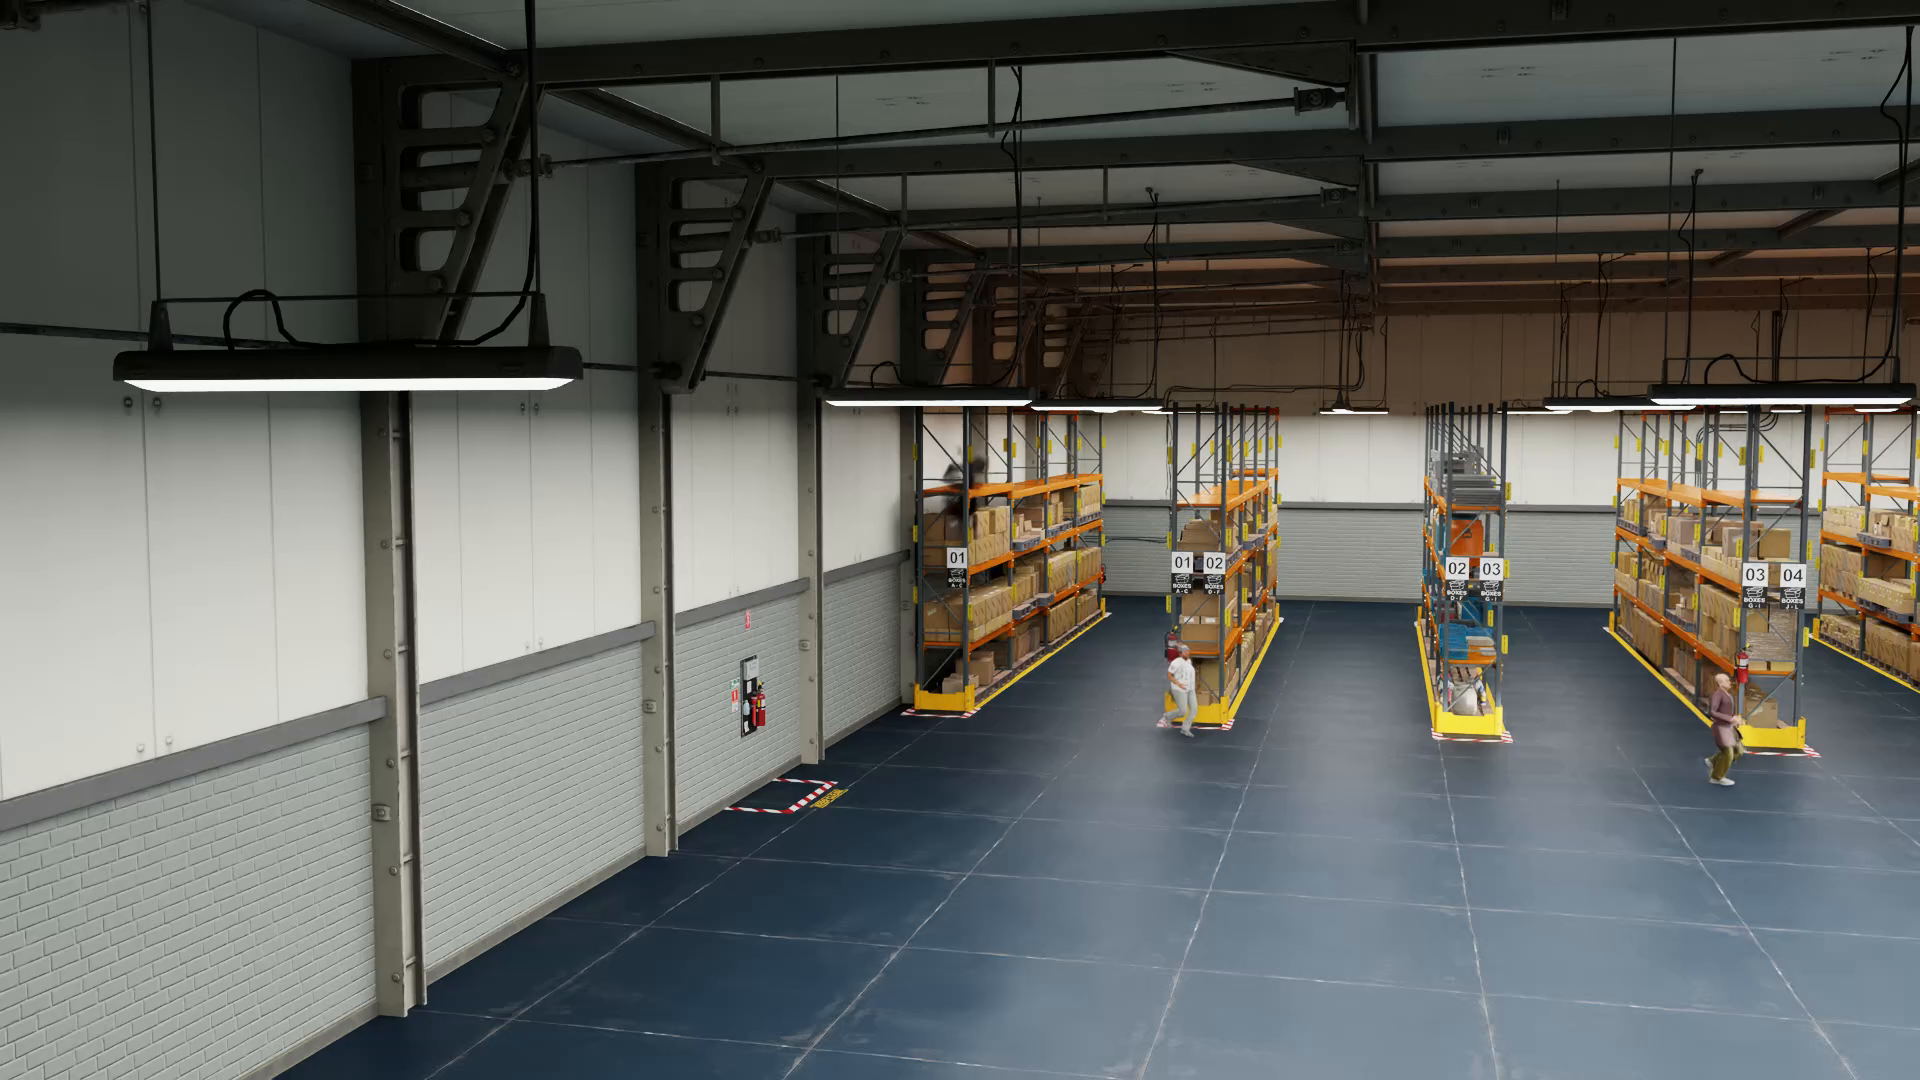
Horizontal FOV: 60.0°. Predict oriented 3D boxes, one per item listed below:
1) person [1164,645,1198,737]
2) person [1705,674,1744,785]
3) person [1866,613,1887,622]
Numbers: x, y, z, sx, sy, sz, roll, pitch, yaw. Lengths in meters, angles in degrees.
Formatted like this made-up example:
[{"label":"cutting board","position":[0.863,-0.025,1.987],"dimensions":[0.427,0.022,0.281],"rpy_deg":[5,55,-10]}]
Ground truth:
[{"label":"person","position":[3.994,2.708,30.024],"dimensions":[0.612,1.638,0.599],"rpy_deg":[-4,6,-43]},{"label":"person","position":[11.925,2.944,25.825],"dimensions":[0.599,1.728,0.703],"rpy_deg":[4,6,44]},{"label":"person","position":[24.151,1.542,44.107],"dimensions":[0.978,1.776,0.654],"rpy_deg":[1,4,10]}]
